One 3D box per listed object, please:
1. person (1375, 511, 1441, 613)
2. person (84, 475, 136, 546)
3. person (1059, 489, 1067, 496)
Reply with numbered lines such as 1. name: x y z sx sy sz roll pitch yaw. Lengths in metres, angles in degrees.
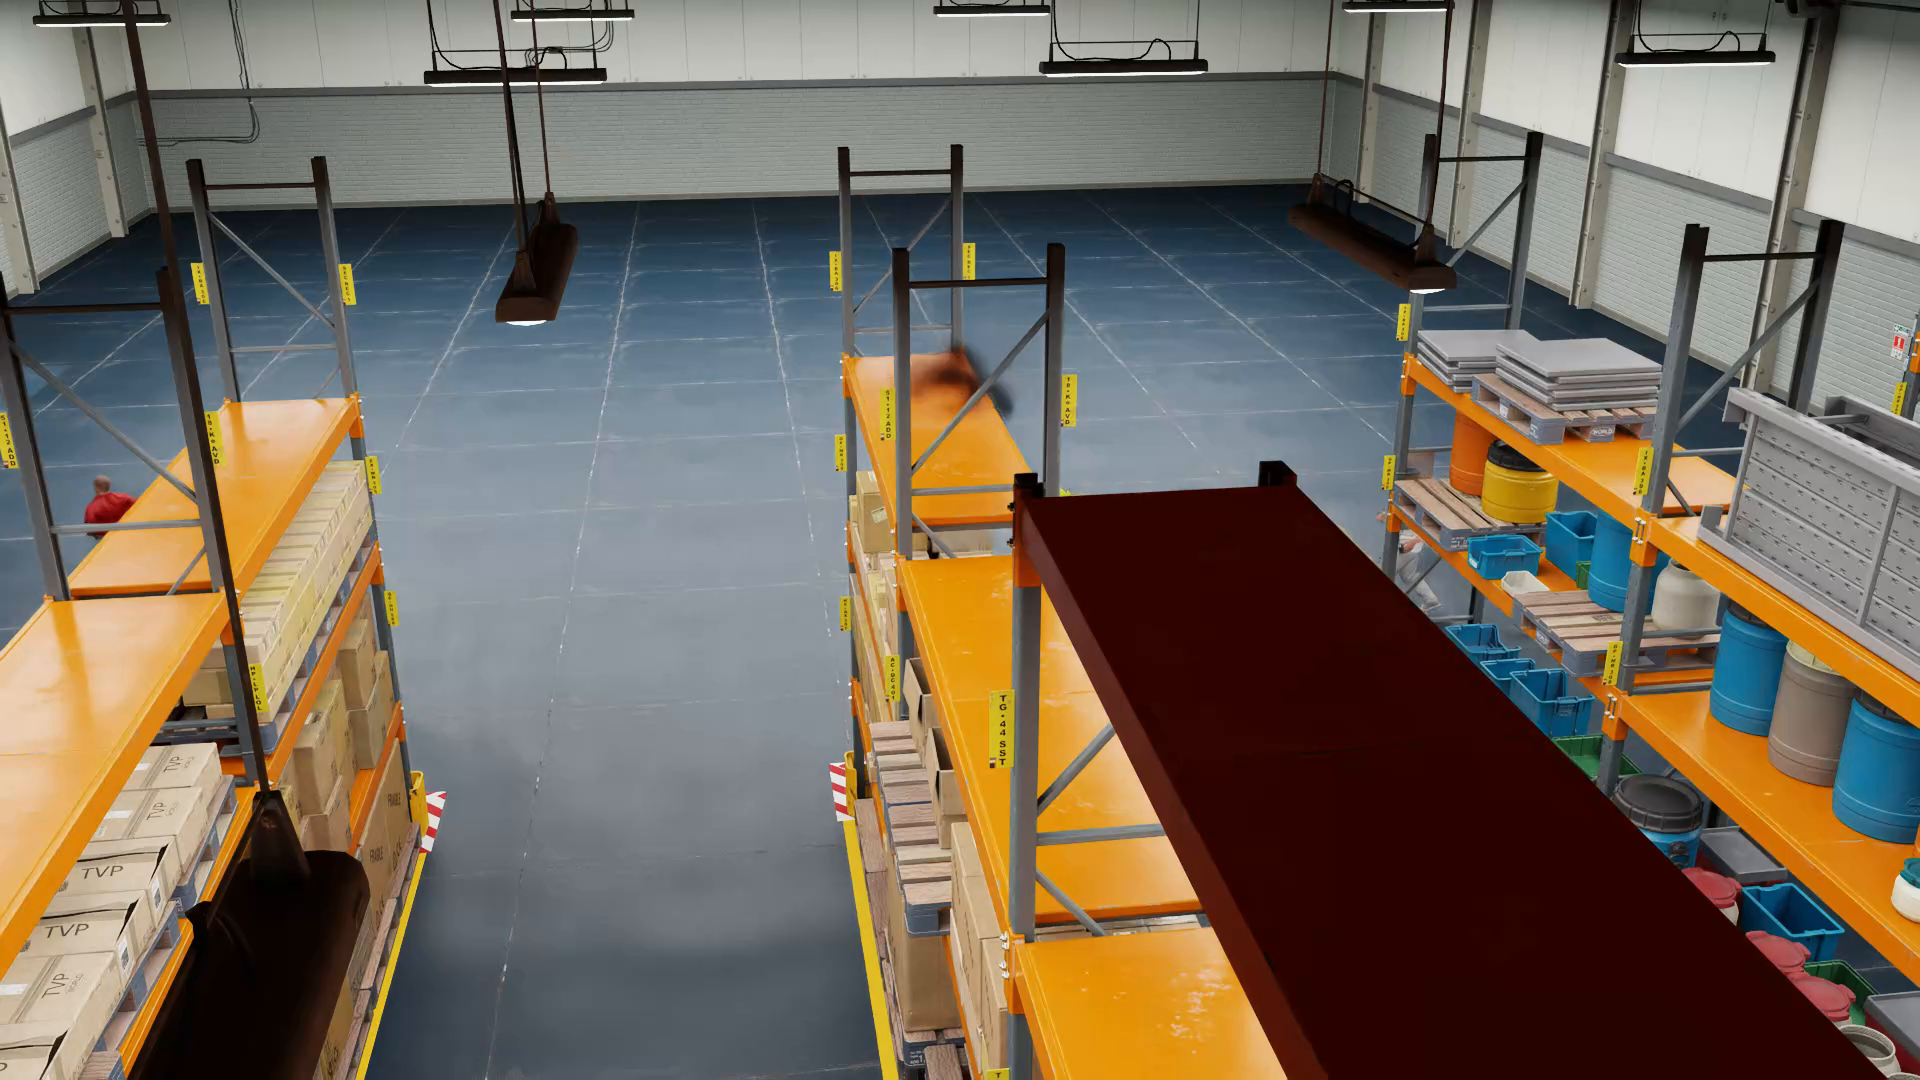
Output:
1. person: 5.066 0.081 19.028 0.977 1.793 0.669 8 23 19
2. person: -9.825 0.033 19.279 0.591 1.682 0.658 12 25 29
3. person: 1.028 0.236 18.574 0.983 1.755 0.697 8 23 20
